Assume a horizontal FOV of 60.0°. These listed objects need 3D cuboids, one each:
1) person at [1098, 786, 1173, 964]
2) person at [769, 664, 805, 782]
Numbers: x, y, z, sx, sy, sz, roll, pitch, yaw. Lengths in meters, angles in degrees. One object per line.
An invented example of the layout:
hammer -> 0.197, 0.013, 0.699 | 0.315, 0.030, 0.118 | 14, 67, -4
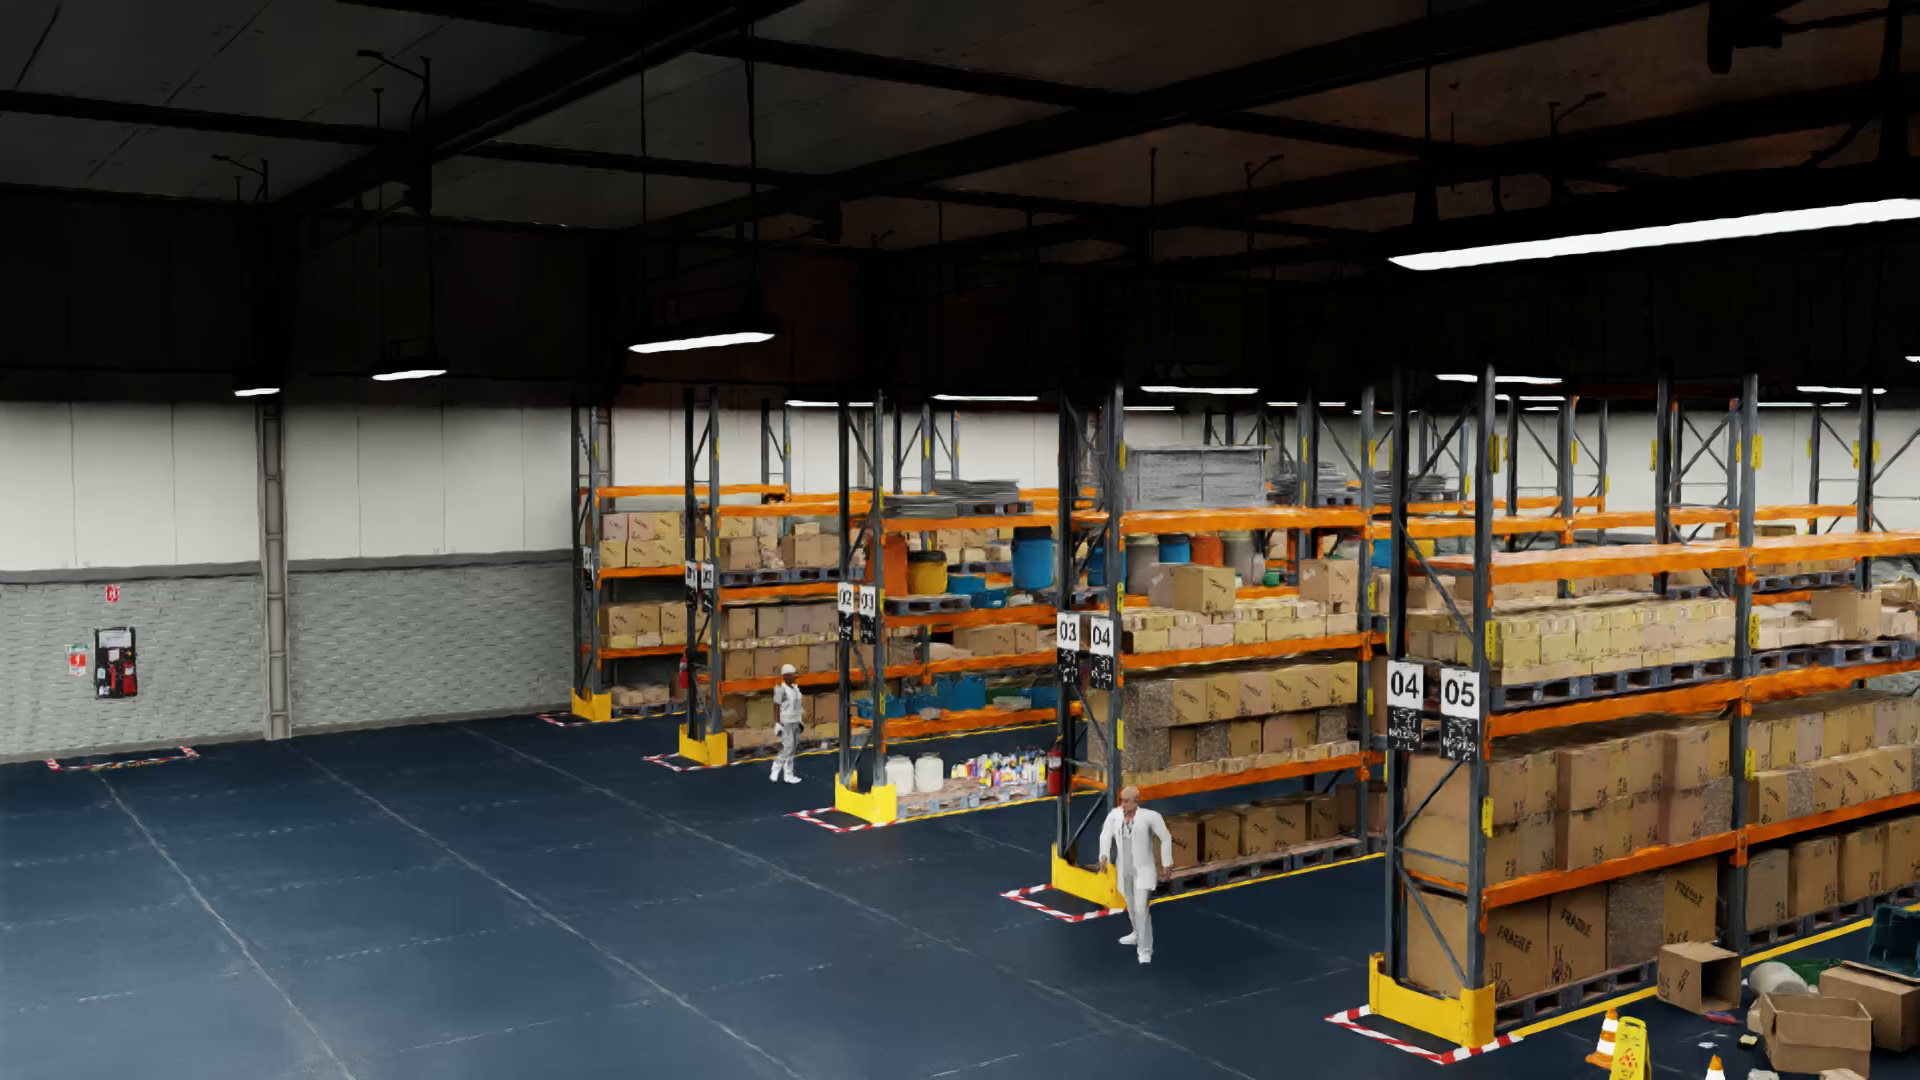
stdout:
person -> 1.779, 3.294, 16.663 | 0.737, 1.717, 0.881 | 3, 4, 38
person -> -2.572, 2.764, 25.044 | 0.363, 1.780, 0.600 | 2, 4, 26
